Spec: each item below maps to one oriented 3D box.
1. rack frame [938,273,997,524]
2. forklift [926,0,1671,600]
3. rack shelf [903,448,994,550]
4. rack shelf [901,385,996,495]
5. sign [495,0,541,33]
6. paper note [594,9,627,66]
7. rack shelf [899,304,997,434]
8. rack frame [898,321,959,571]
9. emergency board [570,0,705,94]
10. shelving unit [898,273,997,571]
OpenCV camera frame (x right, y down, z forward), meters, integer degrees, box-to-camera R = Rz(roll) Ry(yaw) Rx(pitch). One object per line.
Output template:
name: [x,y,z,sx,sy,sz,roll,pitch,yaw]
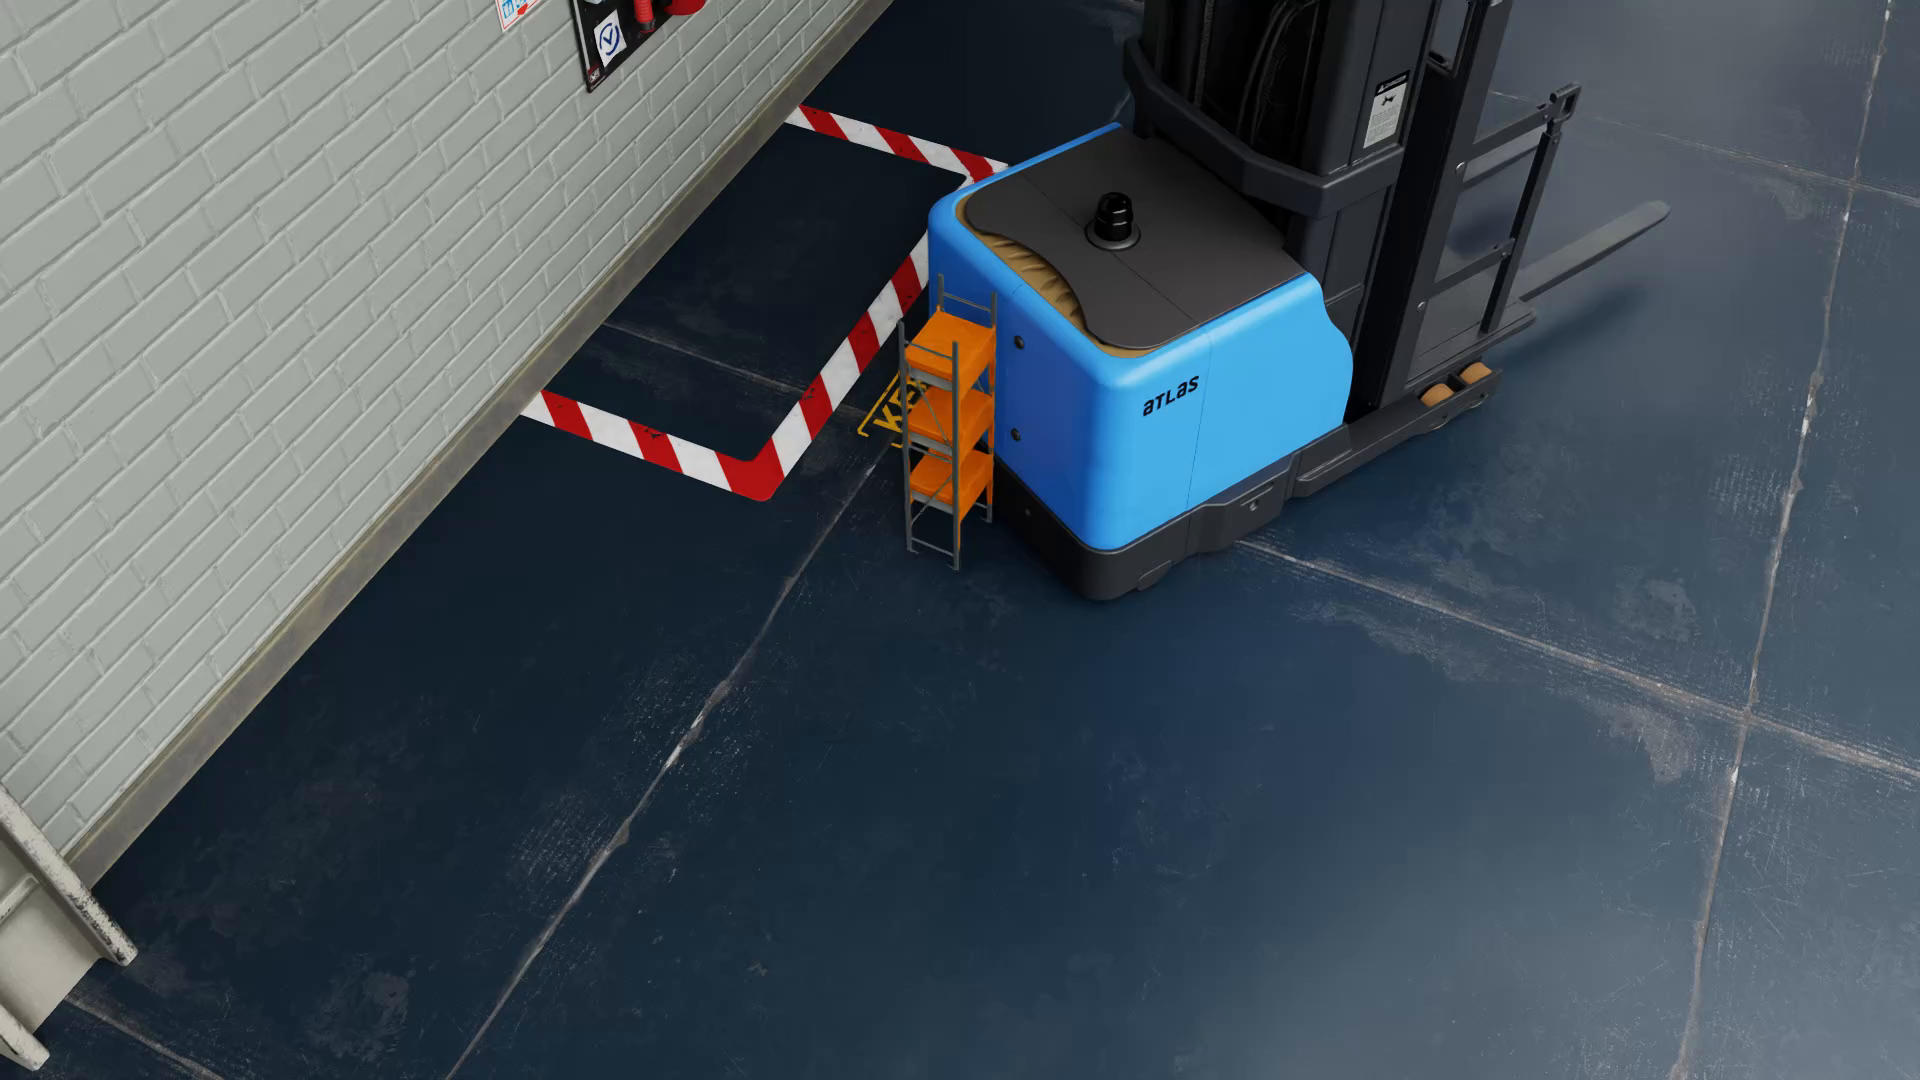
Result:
rack frame: [0.022,-0.435,5.431,0.200,1.050,0.008,22,53,18]
forklift: [1.382,-1.660,5.238,3.031,2.935,1.130,-28,55,-22]
rack shelf: [-0.036,-0.166,5.581,0.215,0.259,0.240,22,53,18]
rack shelf: [-0.036,-0.346,5.369,0.215,0.259,0.240,22,53,18]
sign: [-1.424,-1.819,5.305,0.001,0.329,0.234,20,52,16]
paper note: [-1.232,-1.770,5.865,0.016,0.148,0.142,20,52,16]
rack shelf: [-0.036,-0.530,5.153,0.215,0.259,0.240,22,53,18]
rack frame: [-0.093,-0.271,5.291,0.200,1.050,0.008,22,53,18]
emergency board: [-1.094,-2.155,5.614,0.194,1.169,0.643,20,52,16]
shelving unit: [-0.036,-0.353,5.361,0.215,1.050,0.252,22,53,18]
